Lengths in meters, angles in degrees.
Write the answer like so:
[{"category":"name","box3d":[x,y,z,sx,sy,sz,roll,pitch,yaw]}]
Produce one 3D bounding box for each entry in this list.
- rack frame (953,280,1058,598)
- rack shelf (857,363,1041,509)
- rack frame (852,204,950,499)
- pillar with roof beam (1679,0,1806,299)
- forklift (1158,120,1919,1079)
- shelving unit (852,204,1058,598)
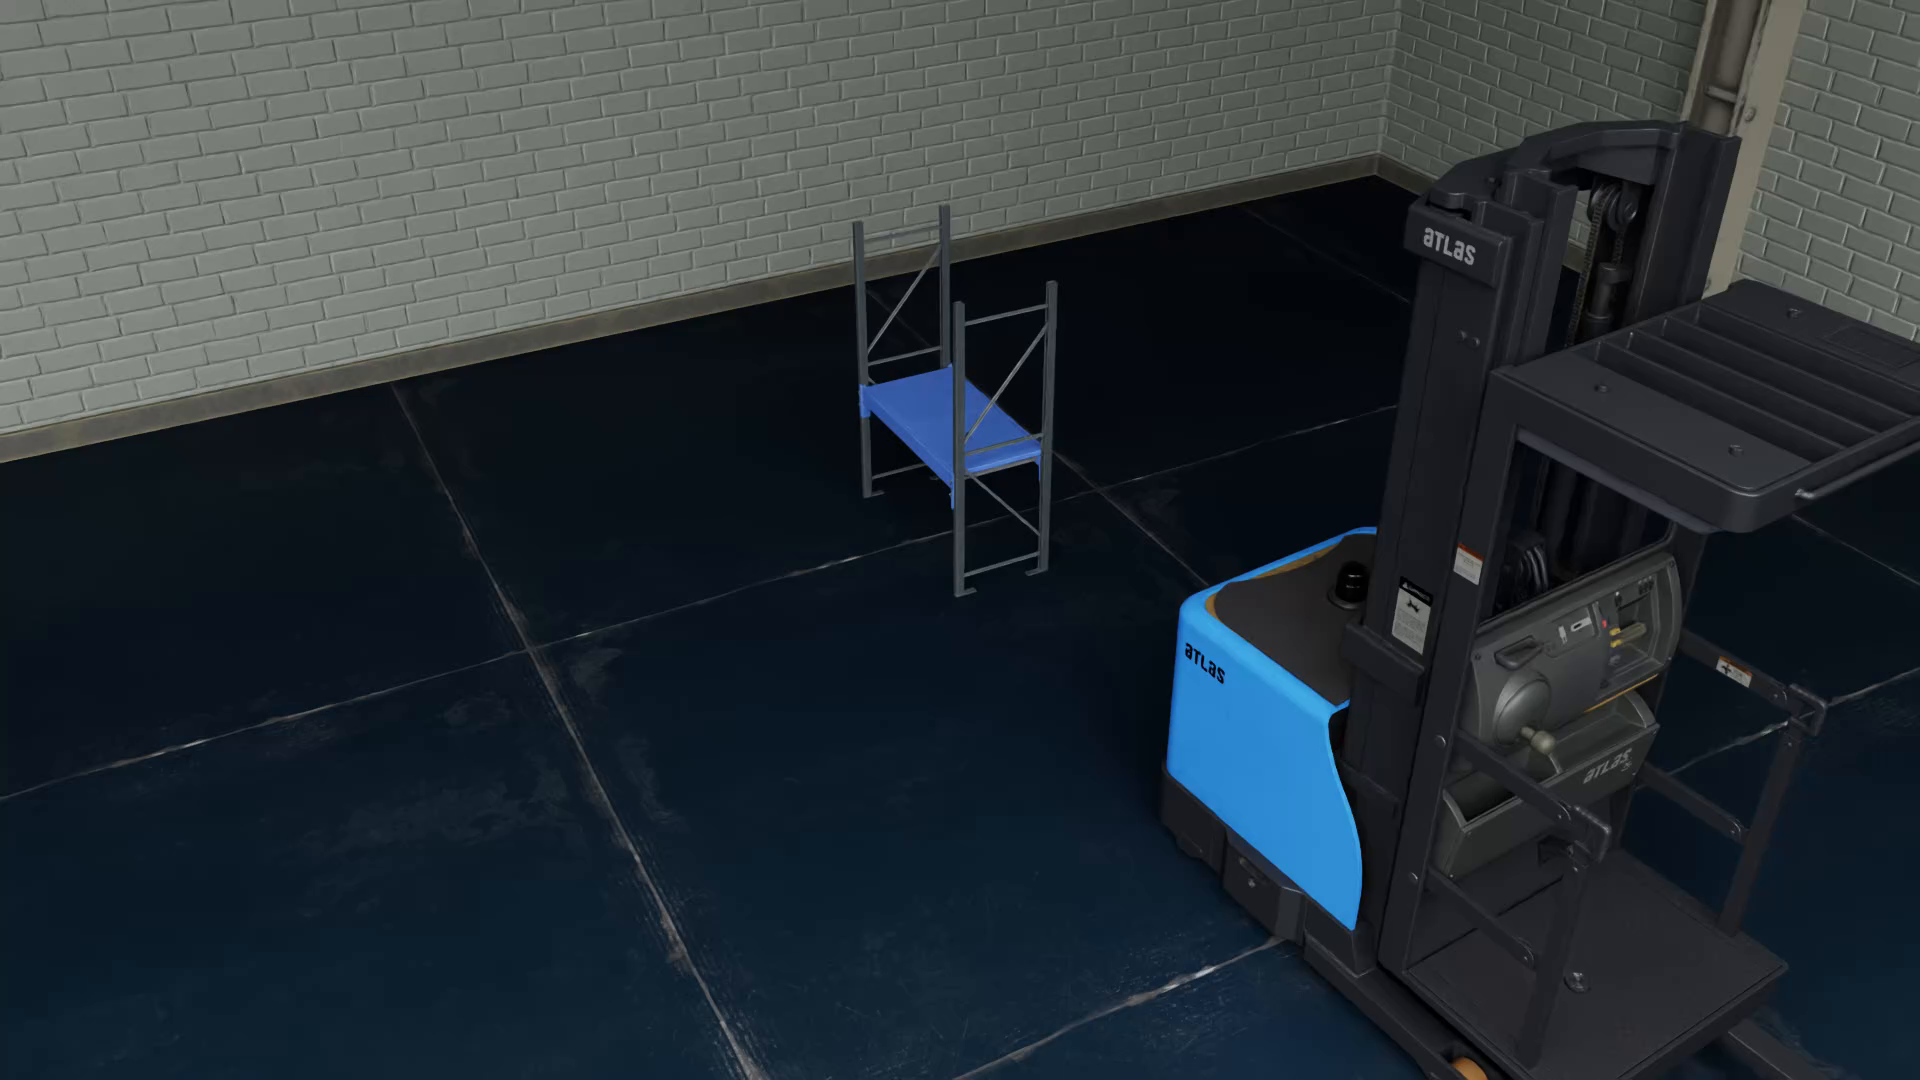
[{"category":"rack frame","box3d":[0.197,-0.430,7.530,0.500,1.500,0.032,-16,36,-23]},{"category":"rack shelf","box3d":[-0.040,-0.521,8.006,0.538,0.185,1.000,-16,36,-23]},{"category":"rack frame","box3d":[-0.277,-0.915,8.288,0.500,1.500,0.032,-16,36,-23]},{"category":"pillar with roof beam","box3d":[0.609,-4.019,6.181,9.100,9.000,0.400,-16,36,-23]},{"category":"forklift","box3d":[1.997,0.401,4.906,1.130,2.935,3.031,-20,37,-28]},{"category":"shelving unit","box3d":[-0.040,-0.672,7.909,0.538,1.500,1.048,-16,36,-23]}]
